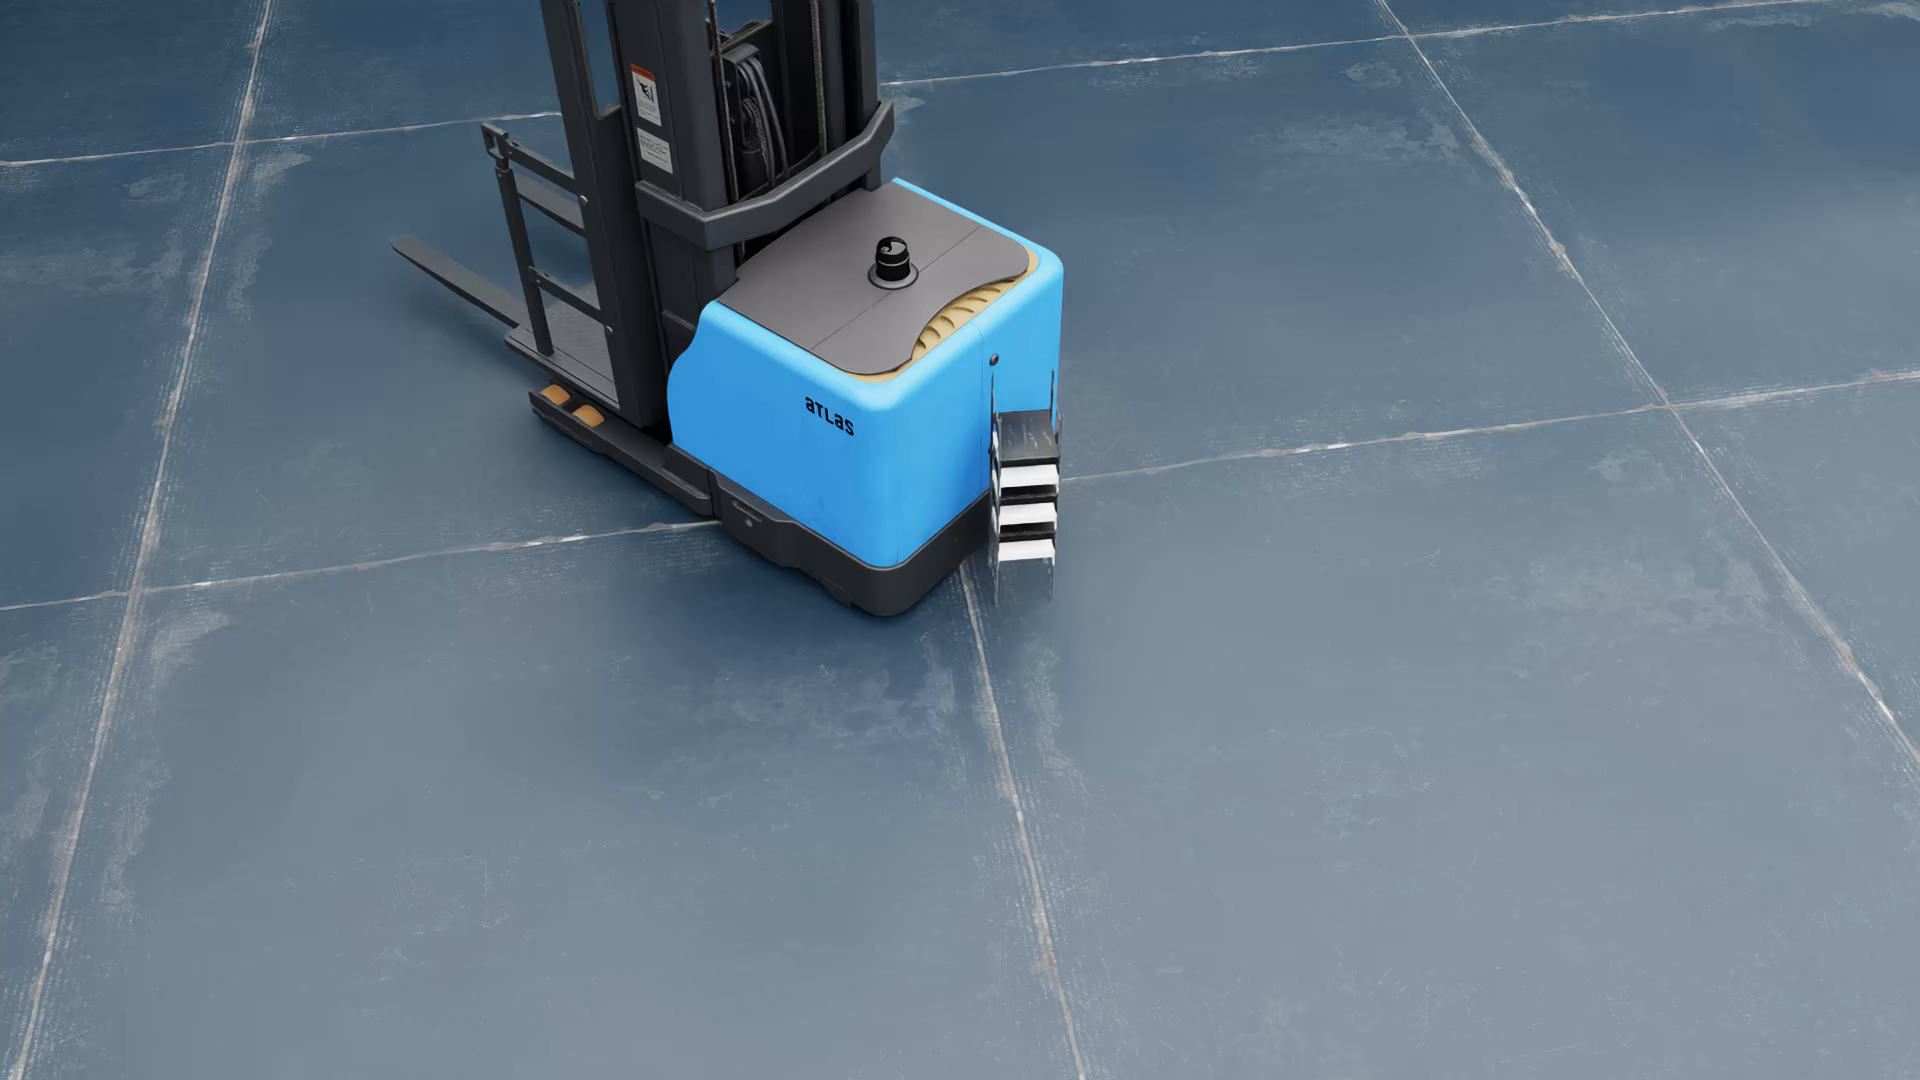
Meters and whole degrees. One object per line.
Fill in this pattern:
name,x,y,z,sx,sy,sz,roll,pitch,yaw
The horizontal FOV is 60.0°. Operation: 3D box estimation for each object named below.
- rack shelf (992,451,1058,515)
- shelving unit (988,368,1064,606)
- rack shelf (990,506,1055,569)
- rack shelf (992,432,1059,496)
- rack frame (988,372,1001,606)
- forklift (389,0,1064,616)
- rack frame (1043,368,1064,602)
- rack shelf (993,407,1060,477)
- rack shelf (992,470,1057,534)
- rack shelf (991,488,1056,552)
rack shelf,0.220,-0.207,5.745,0.200,0.077,0.258,-4,46,-4
shelving unit,0.220,-0.167,5.786,0.210,0.900,0.258,-4,46,-4
rack shelf,0.220,-0.020,5.940,0.200,0.077,0.258,-4,46,-4
rack shelf,0.220,-0.269,5.681,0.200,0.077,0.258,-4,46,-4
rack frame,0.119,-0.160,5.779,0.006,0.900,0.240,-4,46,-4
forklift,-1.087,-1.649,5.804,3.031,2.935,1.130,31,53,26
rack frame,0.322,-0.175,5.793,0.006,0.900,0.240,-4,46,-4
rack shelf,0.220,-0.332,5.616,0.200,0.077,0.258,-4,46,-4
rack shelf,0.220,-0.144,5.810,0.200,0.077,0.258,-4,46,-4
rack shelf,0.220,-0.082,5.875,0.200,0.077,0.258,-4,46,-4
